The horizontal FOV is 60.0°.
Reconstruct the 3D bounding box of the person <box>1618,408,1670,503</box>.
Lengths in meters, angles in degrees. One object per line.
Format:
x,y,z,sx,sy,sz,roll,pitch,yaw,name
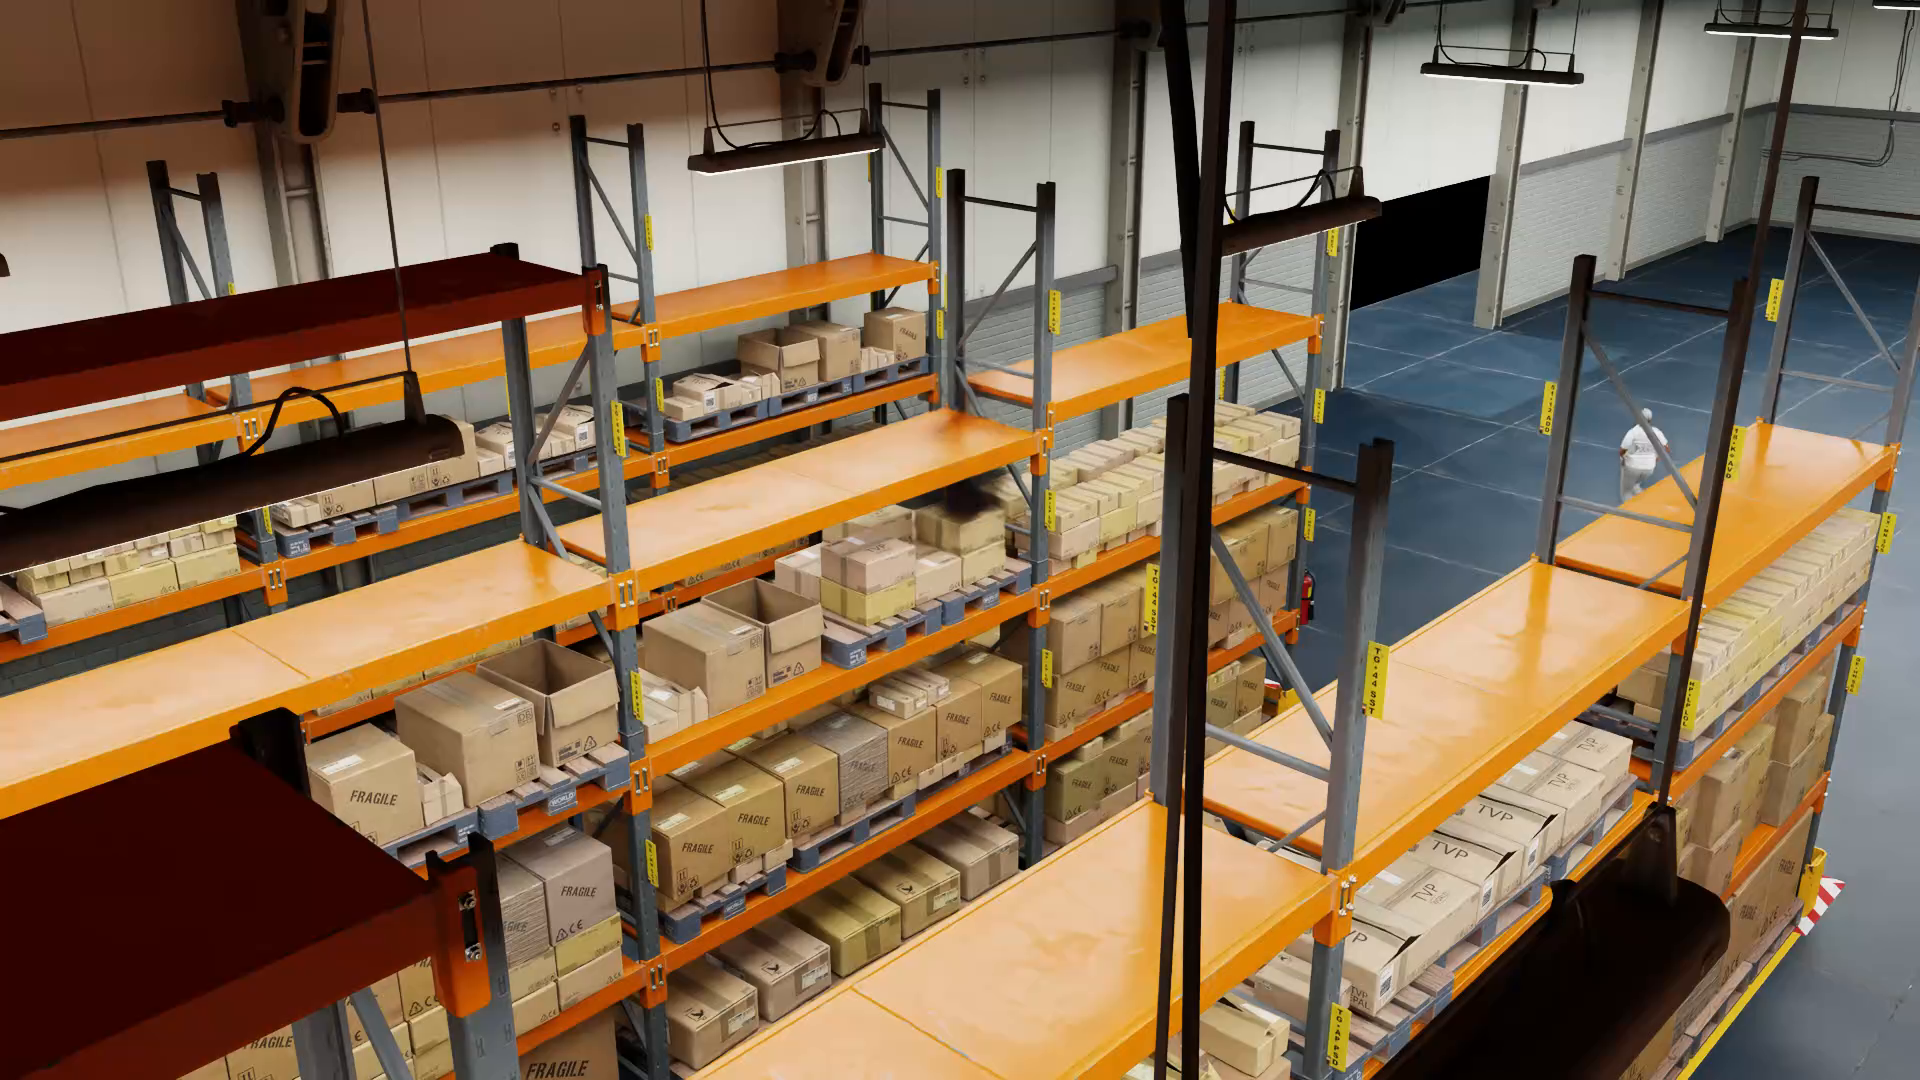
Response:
9.073,-0.998,22.328,0.592,1.627,0.583,-5,22,-12,person
